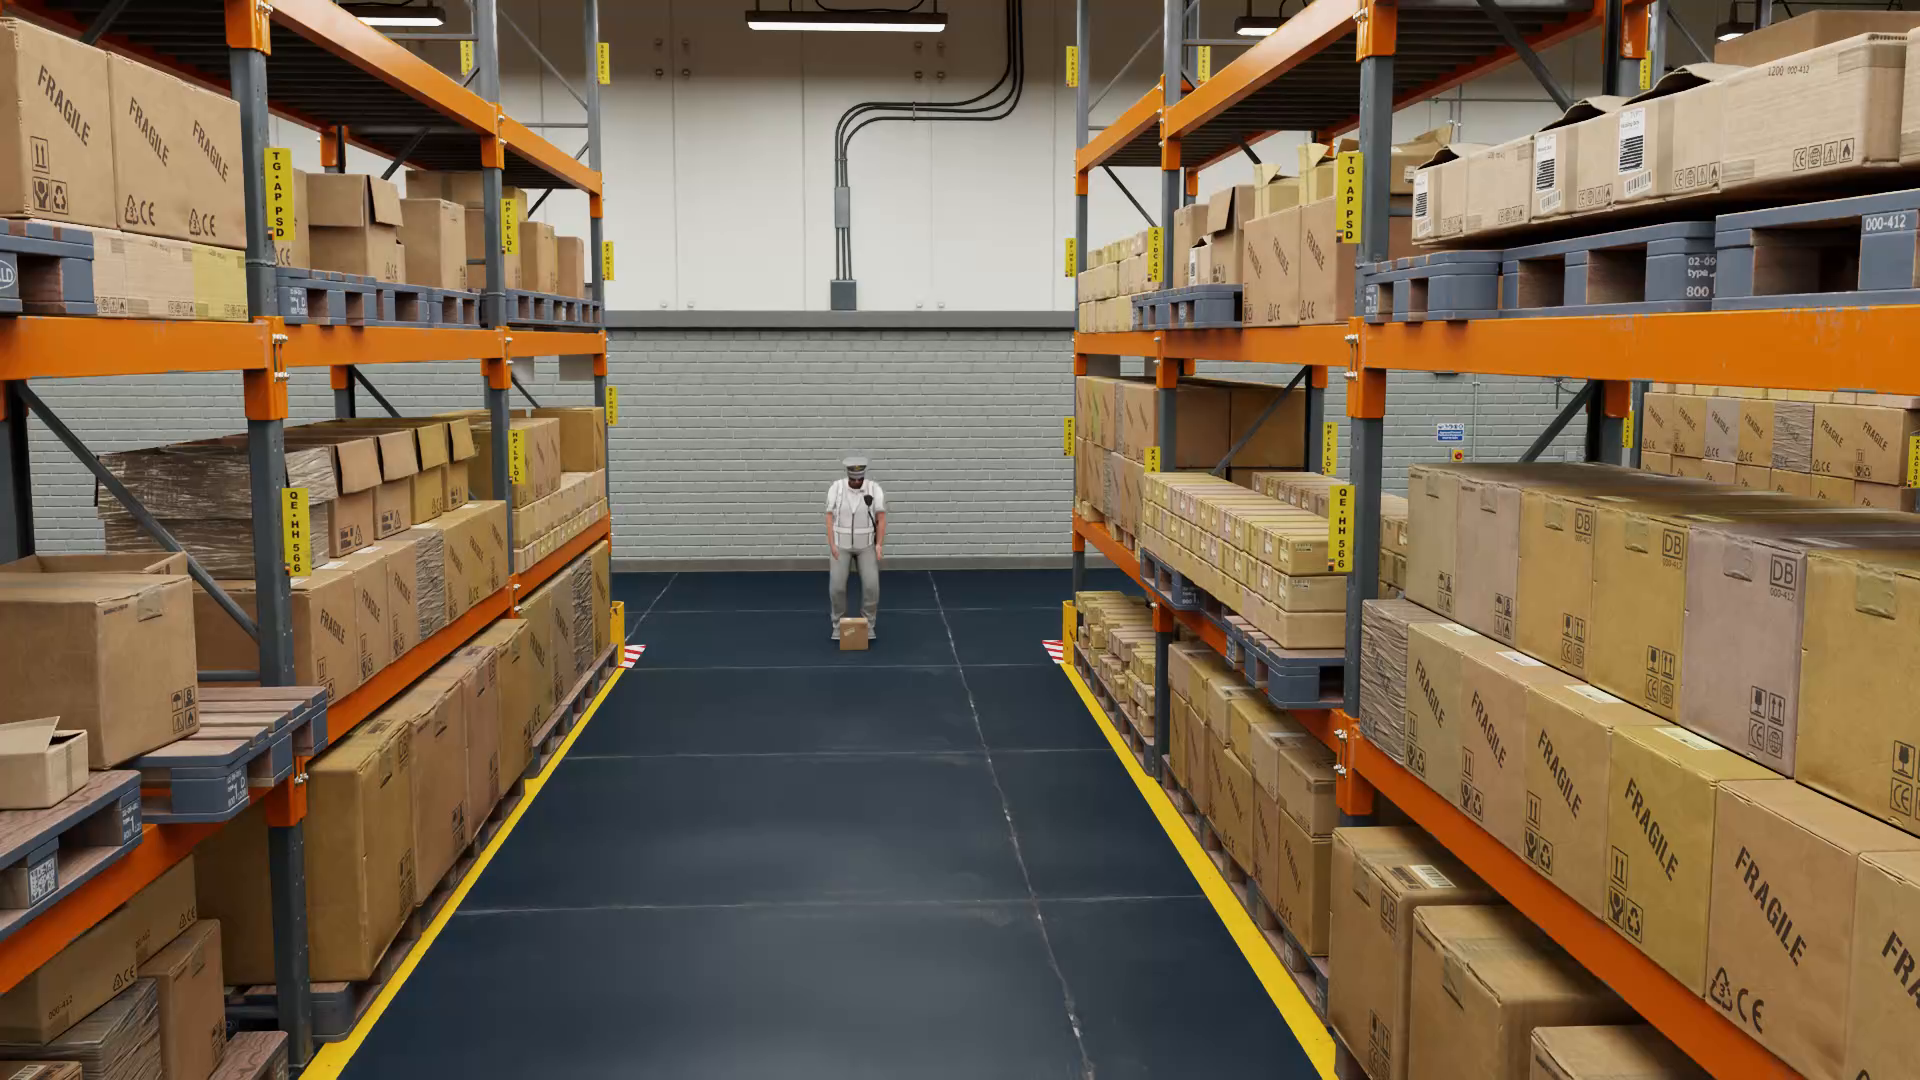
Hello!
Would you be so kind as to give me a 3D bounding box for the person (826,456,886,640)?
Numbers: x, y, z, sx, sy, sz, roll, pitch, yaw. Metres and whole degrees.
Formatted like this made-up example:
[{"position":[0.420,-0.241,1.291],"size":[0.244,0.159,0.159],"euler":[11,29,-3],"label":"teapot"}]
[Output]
[{"position":[-0.958,0.073,15.370],"size":[0.557,1.701,0.496],"euler":[0,7,-2],"label":"person"}]
